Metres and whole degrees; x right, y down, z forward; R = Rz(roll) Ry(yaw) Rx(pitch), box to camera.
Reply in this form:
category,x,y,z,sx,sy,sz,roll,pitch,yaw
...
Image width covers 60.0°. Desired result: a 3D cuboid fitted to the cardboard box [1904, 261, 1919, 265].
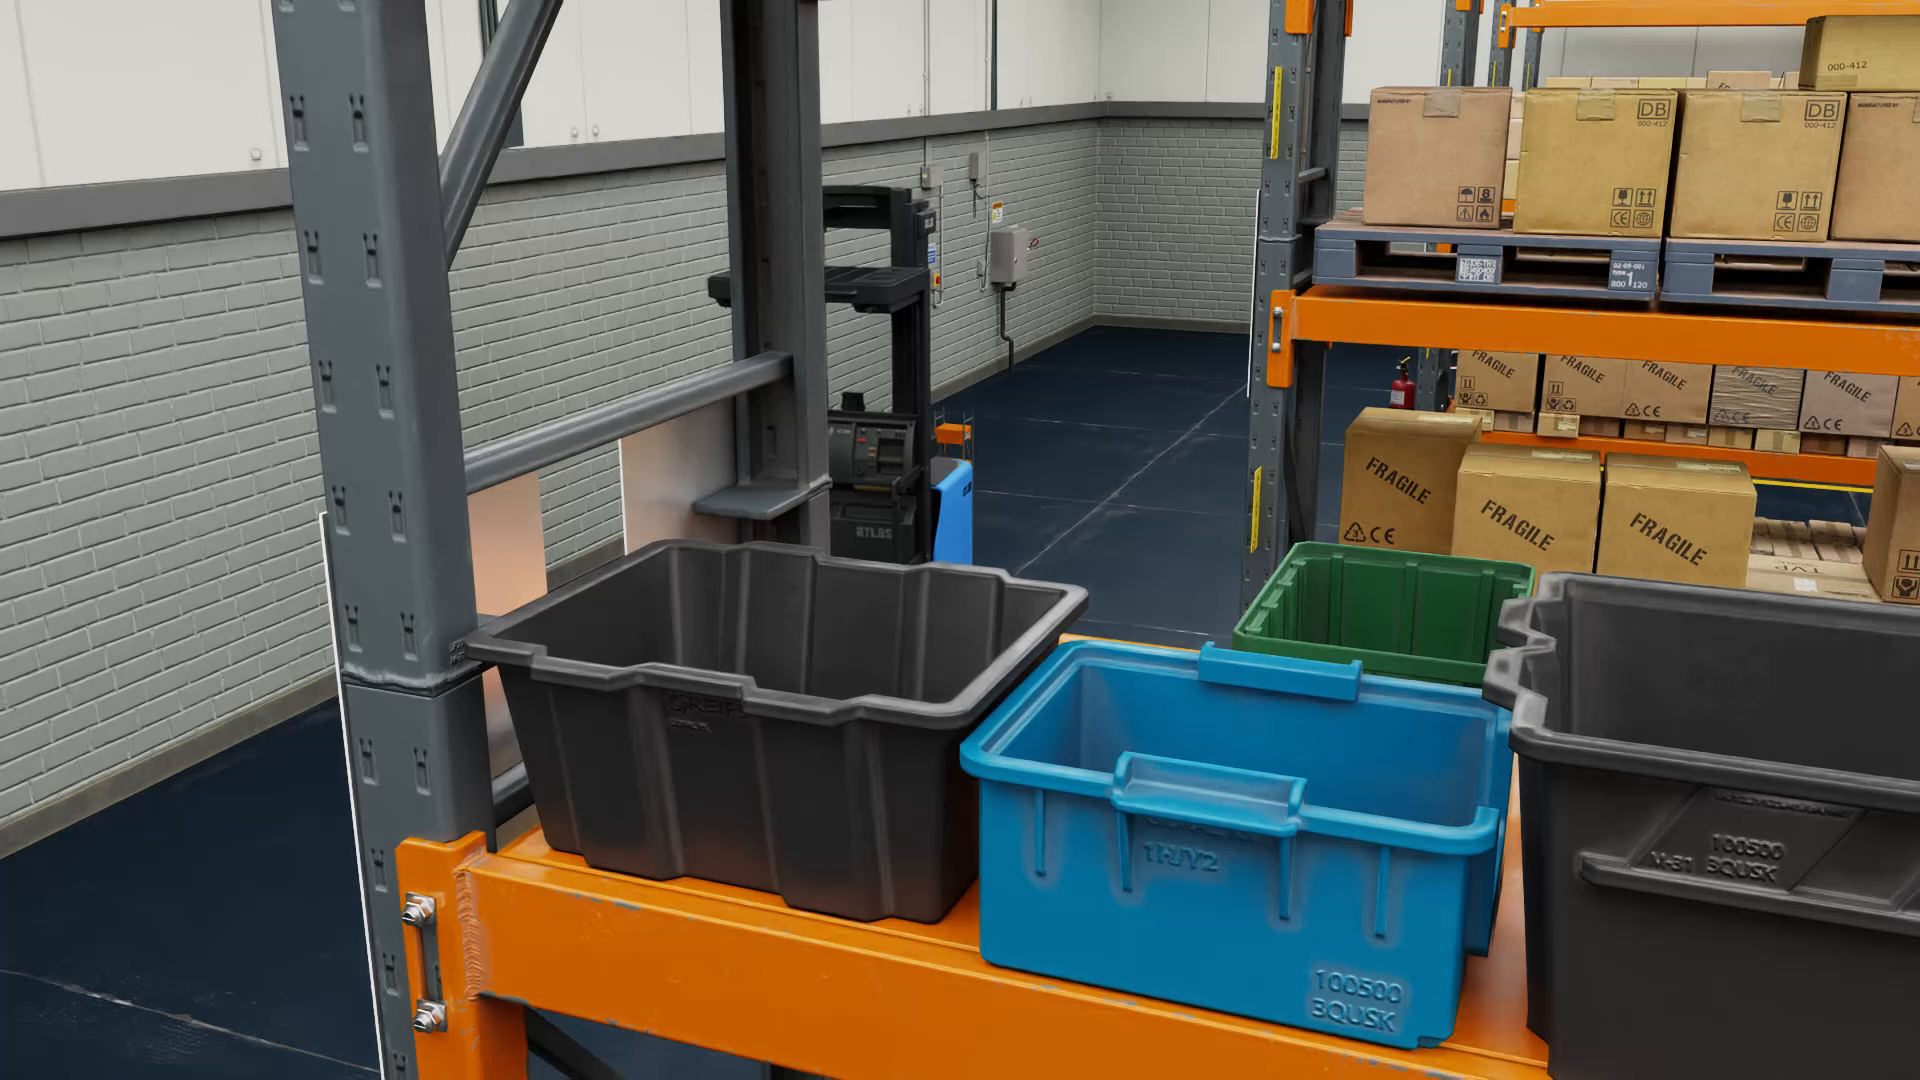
category,x,y,z,sx,sy,sz,roll,pitch,yaw
cardboard box,6.184,-1.503,10.465,0.500,0.500,0.500,6,17,19

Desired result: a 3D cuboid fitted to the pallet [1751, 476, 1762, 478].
category,x,y,z,sx,sy,sz,roll,pitch,yaw
pallet,6.907,-0.851,15.727,1.213,0.211,1.003,6,17,21

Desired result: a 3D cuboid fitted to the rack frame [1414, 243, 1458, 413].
category,x,y,z,sx,sy,sz,roll,pitch,yaw
rack frame,3.281,-1.083,11.524,0.127,3.000,1.000,6,17,21

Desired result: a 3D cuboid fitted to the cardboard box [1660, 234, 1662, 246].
category,x,y,z,sx,sy,sz,roll,pitch,yaw
cardboard box,6.310,-2.681,15.054,0.500,0.500,0.500,6,17,20

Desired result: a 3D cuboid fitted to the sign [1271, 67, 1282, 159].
category,x,y,z,sx,sy,sz,roll,pitch,yaw
sign,1.158,-1.562,6.083,0.005,0.325,0.100,6,17,21

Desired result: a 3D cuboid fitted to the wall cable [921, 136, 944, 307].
category,x,y,z,sx,sy,sz,roll,pitch,yaw
wall cable,-0.251,-3.451,17.802,0.123,1.953,0.585,6,17,21

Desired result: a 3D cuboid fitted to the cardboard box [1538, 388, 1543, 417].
category,x,y,z,sx,sy,sz,roll,pitch,yaw
cardboard box,4.144,-0.945,11.500,0.250,0.149,0.380,6,17,20

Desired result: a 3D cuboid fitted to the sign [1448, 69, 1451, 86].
category,x,y,z,sx,sy,sz,roll,pitch,yaw
sign,3.082,-2.802,10.499,0.005,0.325,0.100,6,17,21

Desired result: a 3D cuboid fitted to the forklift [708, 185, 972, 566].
category,x,y,z,sx,sy,sz,roll,pitch,yaw
forklift,-0.776,-0.555,9.828,1.130,2.935,3.031,4,17,14

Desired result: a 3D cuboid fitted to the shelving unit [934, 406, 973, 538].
category,x,y,z,sx,sy,sz,roll,pitch,yaw
shelving unit,-0.050,-0.510,13.046,0.252,1.050,0.215,6,17,21

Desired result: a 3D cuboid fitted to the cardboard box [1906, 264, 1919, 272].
category,x,y,z,sx,sy,sz,roll,pitch,yaw
cardboard box,5.983,-1.374,10.021,0.500,0.500,0.500,6,17,19

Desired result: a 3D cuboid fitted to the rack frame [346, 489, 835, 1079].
category,x,y,z,sx,sy,sz,roll,pitch,yaw
rack frame,-0.450,1.478,2.703,0.127,3.000,1.000,6,17,21

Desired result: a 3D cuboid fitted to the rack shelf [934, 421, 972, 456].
category,x,y,z,sx,sy,sz,roll,pitch,yaw
rack shelf,-0.050,-0.772,12.970,0.240,0.259,0.215,6,17,21

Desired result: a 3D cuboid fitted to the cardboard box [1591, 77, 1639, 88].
category,x,y,z,sx,sy,sz,roll,pitch,yaw
cardboard box,7.608,-5.249,19.332,0.500,0.250,0.500,6,17,20

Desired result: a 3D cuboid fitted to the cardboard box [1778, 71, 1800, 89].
category,x,y,z,sx,sy,sz,roll,pitch,yaw
cardboard box,7.458,-3.837,14.513,0.637,0.503,0.797,8,18,25

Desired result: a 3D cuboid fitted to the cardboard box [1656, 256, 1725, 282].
category,x,y,z,sx,sy,sz,roll,pitch,yaw
cardboard box,4.549,-1.530,10.558,0.500,0.500,0.500,6,17,19

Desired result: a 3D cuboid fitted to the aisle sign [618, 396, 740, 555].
category,x,y,z,sx,sy,sz,roll,pitch,yaw
aisle sign,-0.410,0.146,2.628,0.004,0.787,0.394,6,17,21

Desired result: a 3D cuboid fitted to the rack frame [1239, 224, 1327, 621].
category,x,y,z,sx,sy,sz,roll,pitch,yaw
rack frame,1.367,0.193,7.128,0.127,3.000,1.000,6,17,21

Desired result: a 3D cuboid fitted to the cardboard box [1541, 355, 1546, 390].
category,x,y,z,sx,sy,sz,roll,pitch,yaw
cardboard box,3.793,-1.295,11.540,0.500,0.500,0.500,7,17,22

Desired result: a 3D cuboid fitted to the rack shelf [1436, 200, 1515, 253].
category,x,y,z,sx,sy,sz,roll,pitch,yaw
rack shelf,5.141,-1.973,10.501,4.000,0.370,1.077,6,17,21

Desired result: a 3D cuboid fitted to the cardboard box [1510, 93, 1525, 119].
category,x,y,z,sx,sy,sz,roll,pitch,yaw
cardboard box,3.499,-2.791,10.684,0.250,0.149,0.380,6,17,20

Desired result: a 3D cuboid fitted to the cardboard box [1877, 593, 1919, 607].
category,x,y,z,sx,sy,sz,roll,pitch,yaw
cardboard box,3.802,0.312,6.455,0.500,0.250,0.500,7,17,22

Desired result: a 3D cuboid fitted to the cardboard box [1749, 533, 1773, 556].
category,x,y,z,sx,sy,sz,roll,pitch,yaw
cardboard box,5.144,0.071,10.842,0.250,0.149,0.380,6,17,21

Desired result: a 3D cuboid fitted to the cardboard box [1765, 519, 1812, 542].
category,x,y,z,sx,sy,sz,roll,pitch,yaw
cardboard box,5.528,-0.012,11.128,0.250,0.149,0.380,6,17,18

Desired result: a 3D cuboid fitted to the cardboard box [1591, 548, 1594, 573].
category,x,y,z,sx,sy,sz,roll,pitch,yaw
cardboard box,2.387,0.155,6.995,0.500,0.250,0.500,6,17,20

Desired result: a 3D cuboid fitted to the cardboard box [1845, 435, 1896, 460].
category,x,y,z,sx,sy,sz,roll,pitch,yaw
cardboard box,5.650,-0.615,10.364,0.250,0.149,0.380,5,17,18

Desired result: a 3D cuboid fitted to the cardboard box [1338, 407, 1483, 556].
category,x,y,z,sx,sy,sz,roll,pitch,yaw
cardboard box,1.917,-0.256,7.066,0.500,0.500,0.500,7,17,21

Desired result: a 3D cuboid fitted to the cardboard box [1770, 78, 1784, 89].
category,x,y,z,sx,sy,sz,roll,pitch,yaw
cardboard box,9.040,-5.100,18.819,0.500,0.250,0.500,7,17,22

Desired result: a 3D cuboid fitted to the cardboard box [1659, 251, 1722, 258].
category,x,y,z,sx,sy,sz,roll,pitch,yaw
cardboard box,4.756,-1.669,11.036,0.500,0.500,0.500,7,18,23

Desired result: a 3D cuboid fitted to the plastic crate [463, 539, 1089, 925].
category,x,y,z,sx,sy,sz,roll,pitch,yaw
plastic crate,-0.194,0.212,1.919,0.590,0.269,0.497,6,17,21

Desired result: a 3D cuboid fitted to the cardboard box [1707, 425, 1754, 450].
category,x,y,z,sx,sy,sz,roll,pitch,yaw
cardboard box,4.932,-0.698,10.648,0.250,0.149,0.380,7,18,23

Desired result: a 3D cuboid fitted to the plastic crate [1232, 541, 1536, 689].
category,x,y,z,sx,sy,sz,roll,pitch,yaw
plastic crate,0.572,0.166,2.222,0.336,0.188,0.450,6,17,21

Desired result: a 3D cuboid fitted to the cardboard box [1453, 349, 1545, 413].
category,x,y,z,sx,sy,sz,roll,pitch,yaw
cardboard box,3.597,-1.156,11.063,0.500,0.500,0.500,7,18,23

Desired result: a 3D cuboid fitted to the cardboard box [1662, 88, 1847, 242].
category,x,y,z,sx,sy,sz,roll,pitch,yaw
cardboard box,2.848,-1.377,6.043,0.500,0.500,0.700,5,17,17

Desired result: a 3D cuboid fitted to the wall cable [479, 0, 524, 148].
category,x,y,z,sx,sy,sz,roll,pitch,yaw
wall cable,-2.628,-5.705,10.915,0.120,5.999,2.277,6,17,21

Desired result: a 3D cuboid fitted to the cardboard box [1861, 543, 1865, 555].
category,x,y,z,sx,sy,sz,roll,pitch,yaw
cardboard box,5.876,0.153,10.560,0.250,0.149,0.380,7,18,22

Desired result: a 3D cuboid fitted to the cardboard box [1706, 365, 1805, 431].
category,x,y,z,sx,sy,sz,roll,pitch,yaw
cardboard box,5.032,-1.004,10.539,0.500,0.500,0.500,6,17,19

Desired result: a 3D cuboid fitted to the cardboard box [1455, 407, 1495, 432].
category,x,y,z,sx,sy,sz,roll,pitch,yaw
cardboard box,3.462,-0.844,11.152,0.250,0.149,0.380,6,17,20

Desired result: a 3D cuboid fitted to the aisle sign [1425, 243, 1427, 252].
category,x,y,z,sx,sy,sz,roll,pitch,yaw
aisle sign,3.103,-2.261,10.919,0.004,0.787,0.394,6,17,21

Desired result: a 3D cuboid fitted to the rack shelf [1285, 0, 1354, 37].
category,x,y,z,sx,sy,sz,roll,pitch,yaw
rack shelf,3.228,-1.946,5.743,4.000,0.370,1.077,6,17,21

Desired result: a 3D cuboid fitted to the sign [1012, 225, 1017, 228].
category,x,y,z,sx,sy,sz,roll,pitch,yaw
sign,0.644,-3.581,20.300,0.001,0.494,0.329,6,17,21

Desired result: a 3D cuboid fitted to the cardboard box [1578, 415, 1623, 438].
category,x,y,z,sx,sy,sz,roll,pitch,yaw
cardboard box,4.236,-0.796,10.987,0.250,0.149,0.380,7,18,23

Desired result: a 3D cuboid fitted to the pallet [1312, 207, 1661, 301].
category,x,y,z,sx,sy,sz,roll,pitch,yaw
pallet,2.061,-1.132,6.470,1.213,0.211,1.003,6,17,21
